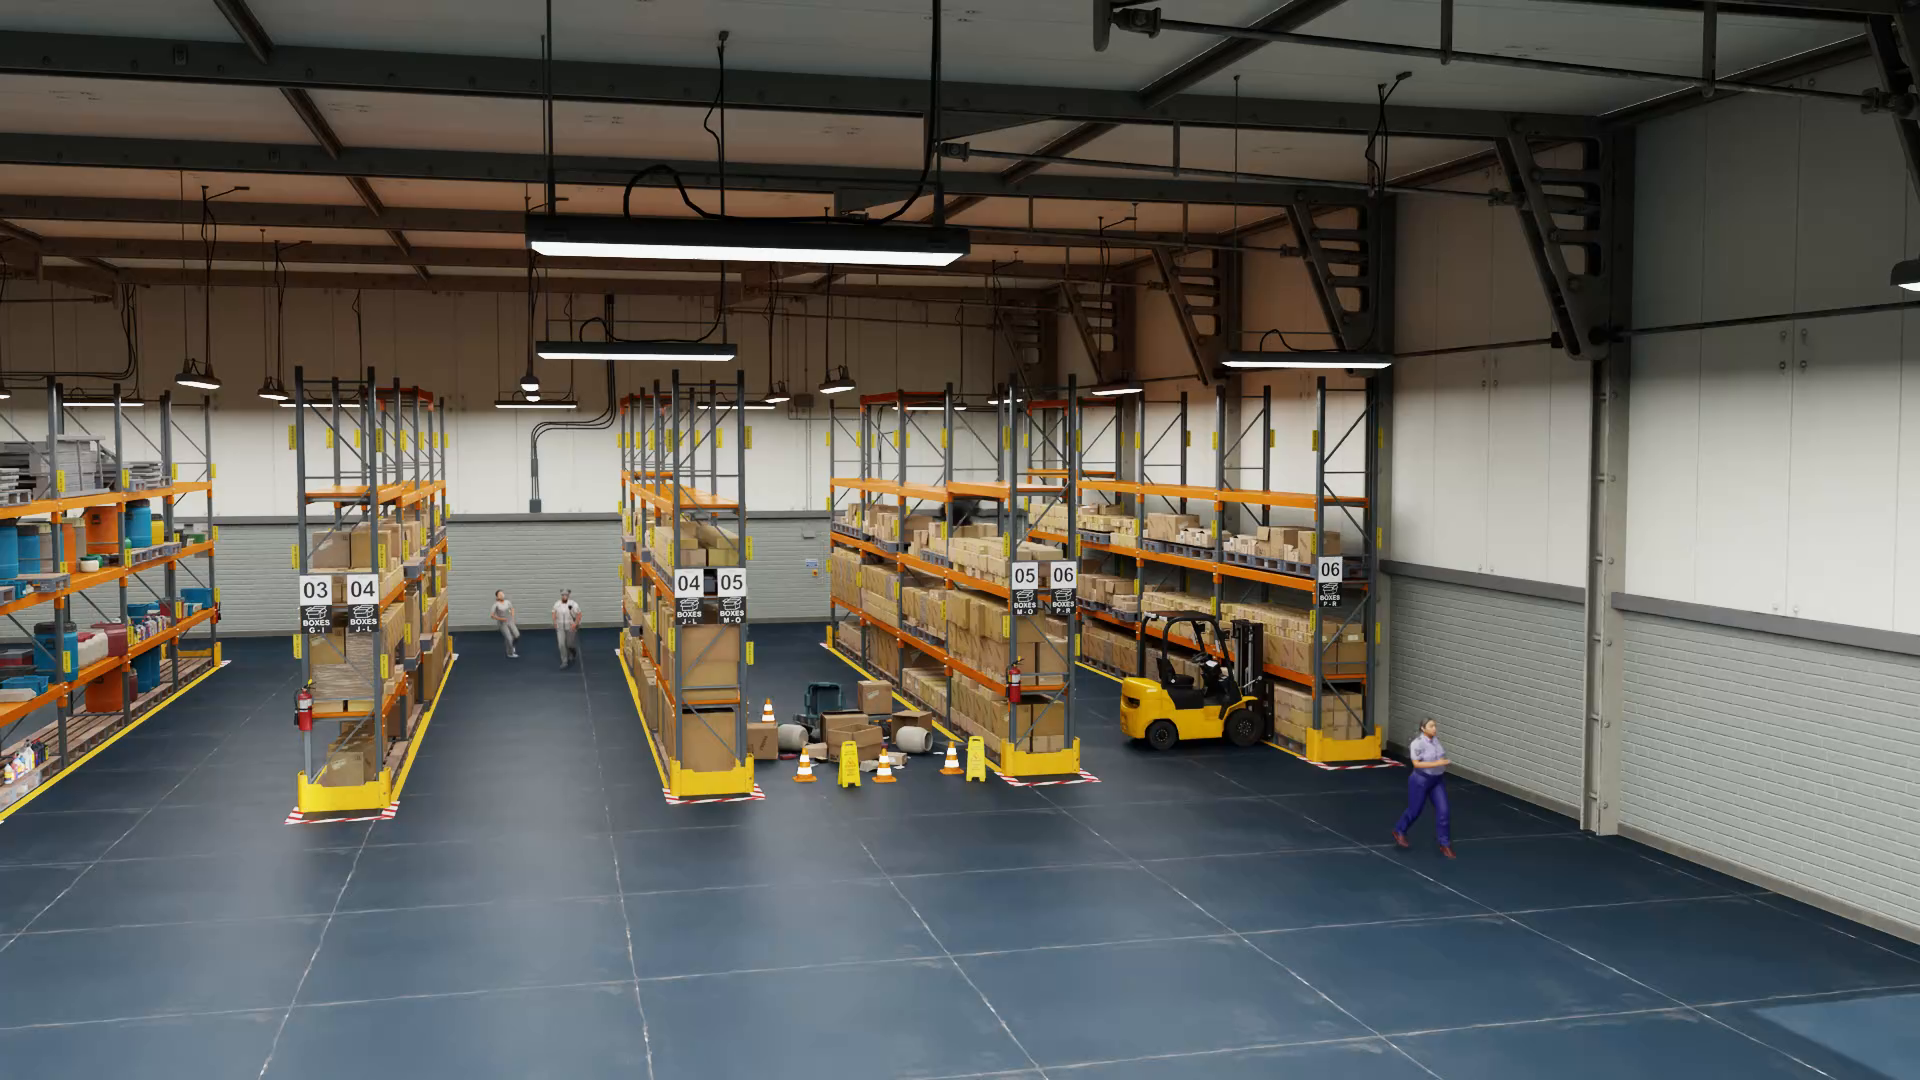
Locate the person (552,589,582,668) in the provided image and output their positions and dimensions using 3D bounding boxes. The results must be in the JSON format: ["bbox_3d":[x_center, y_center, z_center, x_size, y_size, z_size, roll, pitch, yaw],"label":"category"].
[{"bbox_3d":[-8.742,1.935,36.960,0.661,1.750,0.761,0,3,-5],"label":"person"}]

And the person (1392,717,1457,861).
[{"bbox_3d":[5.633,2.986,20.124,0.591,1.672,0.866,-2,4,-30],"label":"person"}]

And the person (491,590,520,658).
[{"bbox_3d":[-10.455,1.933,38.231,0.643,1.585,0.520,-3,5,-44],"label":"person"}]
